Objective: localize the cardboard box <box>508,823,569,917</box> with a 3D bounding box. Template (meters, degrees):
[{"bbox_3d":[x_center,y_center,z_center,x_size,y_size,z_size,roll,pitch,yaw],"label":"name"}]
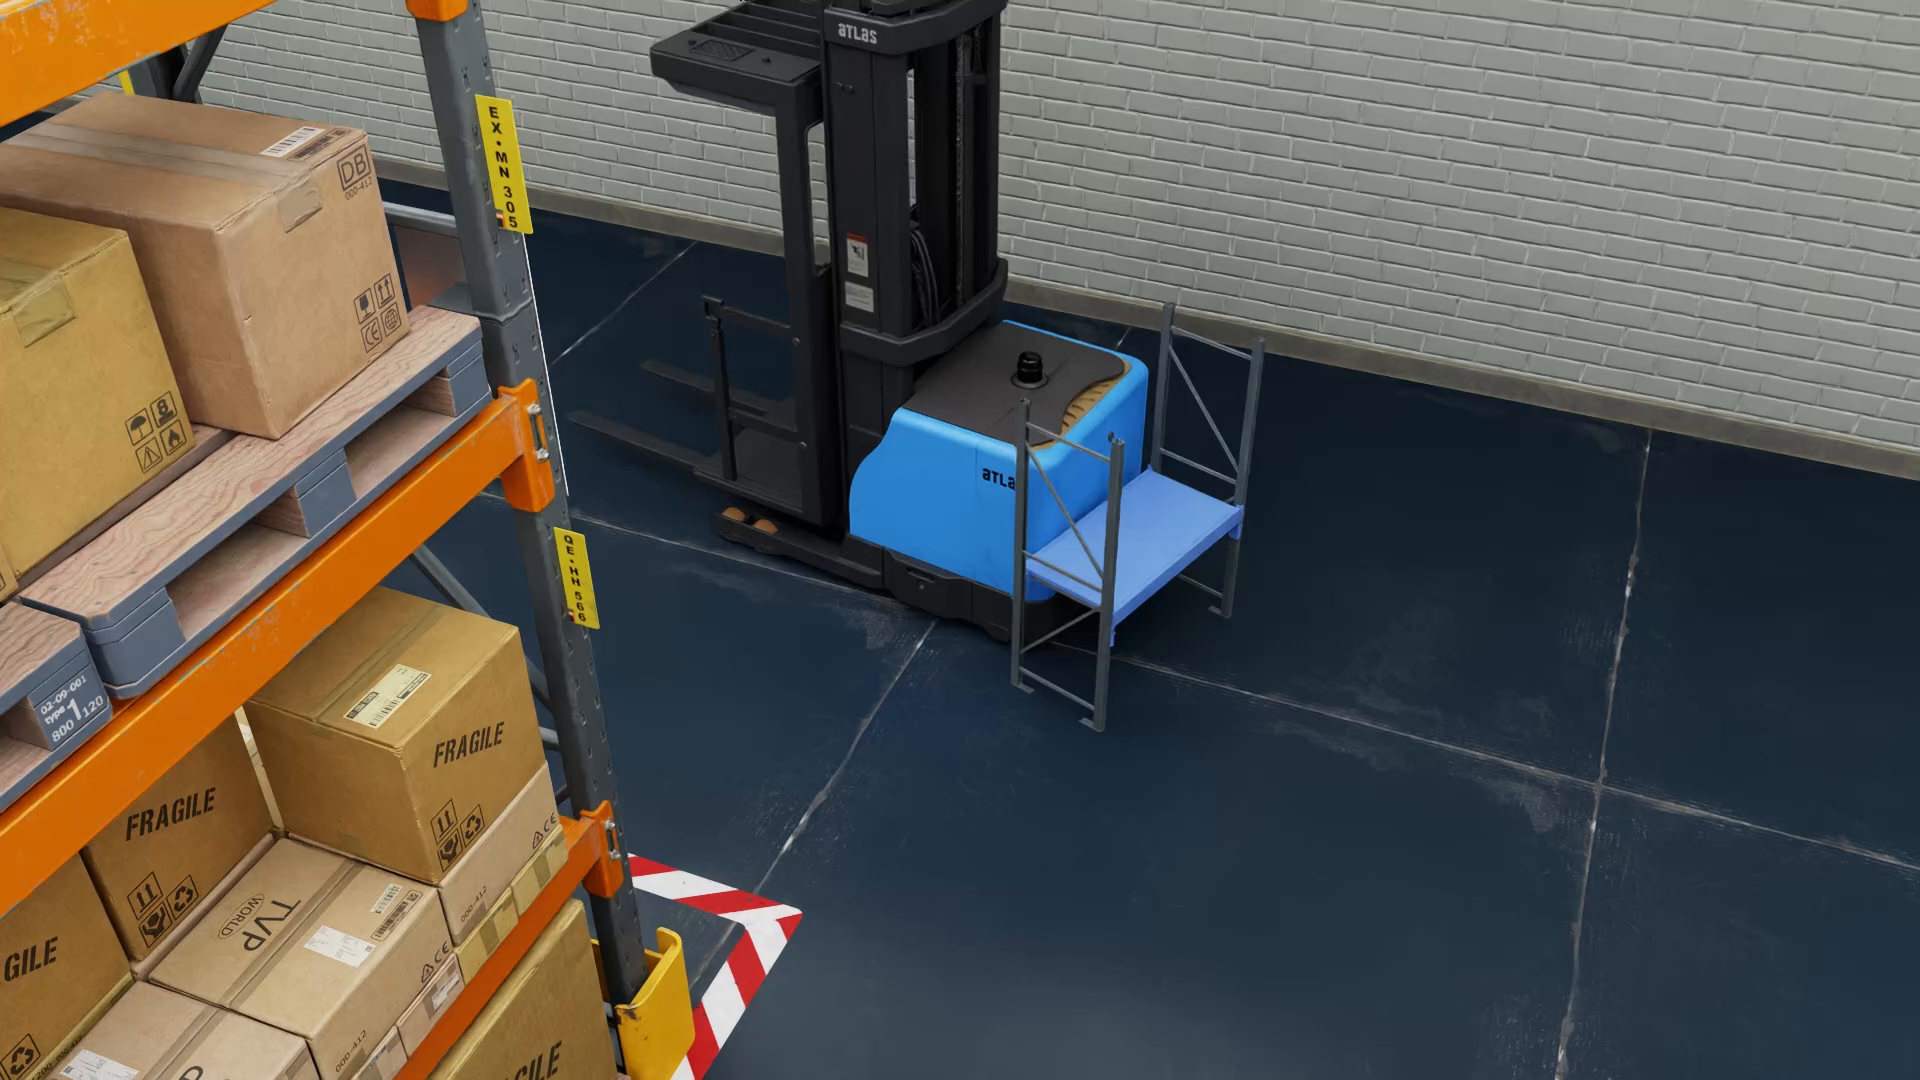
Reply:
[{"bbox_3d":[-1.376,0.907,4.843,0.380,0.149,0.250,15,39,19],"label":"cardboard box"}]

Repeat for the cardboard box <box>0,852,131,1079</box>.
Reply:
[{"bbox_3d":[-2.359,0.944,3.834,0.500,0.500,0.500,13,39,17],"label":"cardboard box"}]

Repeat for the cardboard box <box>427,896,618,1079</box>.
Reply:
[{"bbox_3d":[-1.714,1.589,5.144,0.875,0.875,0.875,14,39,18],"label":"cardboard box"}]

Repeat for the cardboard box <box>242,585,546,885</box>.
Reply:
[{"bbox_3d":[-1.487,0.504,4.422,0.500,0.500,0.500,14,39,18],"label":"cardboard box"}]

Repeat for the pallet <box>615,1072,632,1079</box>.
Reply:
[{"bbox_3d":[-1.776,2.111,5.351,1.003,0.211,1.213,14,39,18],"label":"pallet"}]

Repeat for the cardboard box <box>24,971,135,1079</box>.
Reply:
[{"bbox_3d":[-2.363,1.246,4.056,0.500,0.250,0.500,13,39,16],"label":"cardboard box"}]

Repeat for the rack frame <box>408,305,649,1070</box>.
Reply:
[{"bbox_3d":[-1.545,0.534,5.132,1.000,3.000,0.127,14,39,18],"label":"rack frame"}]

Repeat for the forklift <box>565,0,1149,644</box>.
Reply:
[{"bbox_3d":[-0.641,-1.356,7.718,3.031,2.935,1.130,20,41,25],"label":"forklift"}]

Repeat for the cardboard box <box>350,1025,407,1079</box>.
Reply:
[{"bbox_3d":[-1.666,1.328,4.279,0.380,0.149,0.250,15,39,19],"label":"cardboard box"}]

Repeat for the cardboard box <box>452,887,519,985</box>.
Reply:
[{"bbox_3d":[-1.473,1.051,4.650,0.380,0.149,0.250,14,39,18],"label":"cardboard box"}]

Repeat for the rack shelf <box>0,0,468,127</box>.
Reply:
[{"bbox_3d":[-2.306,-0.313,2.189,1.077,0.370,4.000,14,39,18],"label":"rack shelf"}]

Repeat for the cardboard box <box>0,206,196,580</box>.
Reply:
[{"bbox_3d":[-2.018,-0.332,3.267,0.700,0.500,0.500,12,39,16],"label":"cardboard box"}]

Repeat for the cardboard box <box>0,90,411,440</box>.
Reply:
[{"bbox_3d":[-1.693,-0.616,3.647,0.700,0.500,0.500,12,38,15],"label":"cardboard box"}]

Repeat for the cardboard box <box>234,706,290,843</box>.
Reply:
[{"bbox_3d":[-1.977,0.679,4.814,0.500,0.250,0.500,13,39,17],"label":"cardboard box"}]

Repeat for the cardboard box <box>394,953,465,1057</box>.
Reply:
[{"bbox_3d":[-1.570,1.190,4.463,0.380,0.149,0.250,14,39,18],"label":"cardboard box"}]

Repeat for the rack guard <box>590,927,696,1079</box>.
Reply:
[{"bbox_3d":[-1.535,1.522,5.898,1.175,0.500,0.348,14,39,18],"label":"rack guard"}]

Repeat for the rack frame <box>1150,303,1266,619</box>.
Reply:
[{"bbox_3d":[1.083,-0.329,7.539,0.500,1.500,0.032,27,44,31],"label":"rack frame"}]

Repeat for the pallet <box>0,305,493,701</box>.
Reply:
[{"bbox_3d":[-1.817,-0.219,3.708,1.003,0.211,1.213,14,39,18],"label":"pallet"}]

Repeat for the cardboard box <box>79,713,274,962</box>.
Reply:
[{"bbox_3d":[-2.167,0.656,4.220,0.500,0.500,0.500,13,39,17],"label":"cardboard box"}]

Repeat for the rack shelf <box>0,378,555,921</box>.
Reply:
[{"bbox_3d":[-2.306,0.728,2.968,1.077,0.370,4.000,14,39,18],"label":"rack shelf"}]

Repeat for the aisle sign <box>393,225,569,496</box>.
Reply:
[{"bbox_3d":[-1.240,-0.479,4.315,0.394,0.787,0.004,14,39,18],"label":"aisle sign"}]

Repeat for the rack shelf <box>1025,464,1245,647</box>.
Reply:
[{"bbox_3d":[0.756,0.048,7.335,0.538,0.185,1.000,27,44,31],"label":"rack shelf"}]

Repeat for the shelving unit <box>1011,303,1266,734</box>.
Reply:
[{"bbox_3d":[0.756,-0.096,7.227,0.538,1.500,1.048,27,44,31],"label":"shelving unit"}]

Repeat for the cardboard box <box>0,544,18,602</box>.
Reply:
[{"bbox_3d":[-2.170,-0.034,2.869,0.700,0.500,0.500,11,38,15],"label":"cardboard box"}]

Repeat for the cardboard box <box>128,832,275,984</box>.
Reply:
[{"bbox_3d":[-2.169,0.968,4.427,0.500,0.250,0.500,13,39,17],"label":"cardboard box"}]

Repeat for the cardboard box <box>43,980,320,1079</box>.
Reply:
[{"bbox_3d":[-1.870,1.366,3.895,0.500,0.250,0.500,13,39,16],"label":"cardboard box"}]

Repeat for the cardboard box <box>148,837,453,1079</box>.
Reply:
[{"bbox_3d":[-1.677,1.084,4.272,0.500,0.250,0.500,13,39,17],"label":"cardboard box"}]

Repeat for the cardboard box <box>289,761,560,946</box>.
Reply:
[{"bbox_3d":[-1.484,0.804,4.648,0.500,0.250,0.500,13,39,17],"label":"cardboard box"}]

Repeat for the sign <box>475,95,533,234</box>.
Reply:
[{"bbox_3d":[-1.048,-0.859,3.817,0.100,0.325,0.005,14,39,18],"label":"sign"}]

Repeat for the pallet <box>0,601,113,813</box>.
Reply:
[{"bbox_3d":[-2.280,0.459,2.801,1.003,0.211,1.213,14,39,18],"label":"pallet"}]

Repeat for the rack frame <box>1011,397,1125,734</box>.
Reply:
[{"bbox_3d":[0.429,0.137,6.915,0.500,1.500,0.032,27,44,31],"label":"rack frame"}]

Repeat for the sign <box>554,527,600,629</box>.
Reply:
[{"bbox_3d":[-1.048,0.107,4.539,0.100,0.325,0.005,14,39,18],"label":"sign"}]

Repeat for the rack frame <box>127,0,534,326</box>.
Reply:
[{"bbox_3d":[-1.545,-1.869,3.336,1.000,3.000,0.127,14,39,18],"label":"rack frame"}]

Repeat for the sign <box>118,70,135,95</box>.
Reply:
[{"bbox_3d":[-2.056,-1.179,4.122,0.100,0.325,0.005,14,39,18],"label":"sign"}]

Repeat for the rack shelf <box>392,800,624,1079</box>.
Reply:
[{"bbox_3d":[-2.306,1.929,3.866,1.077,0.370,4.000,14,39,18],"label":"rack shelf"}]
